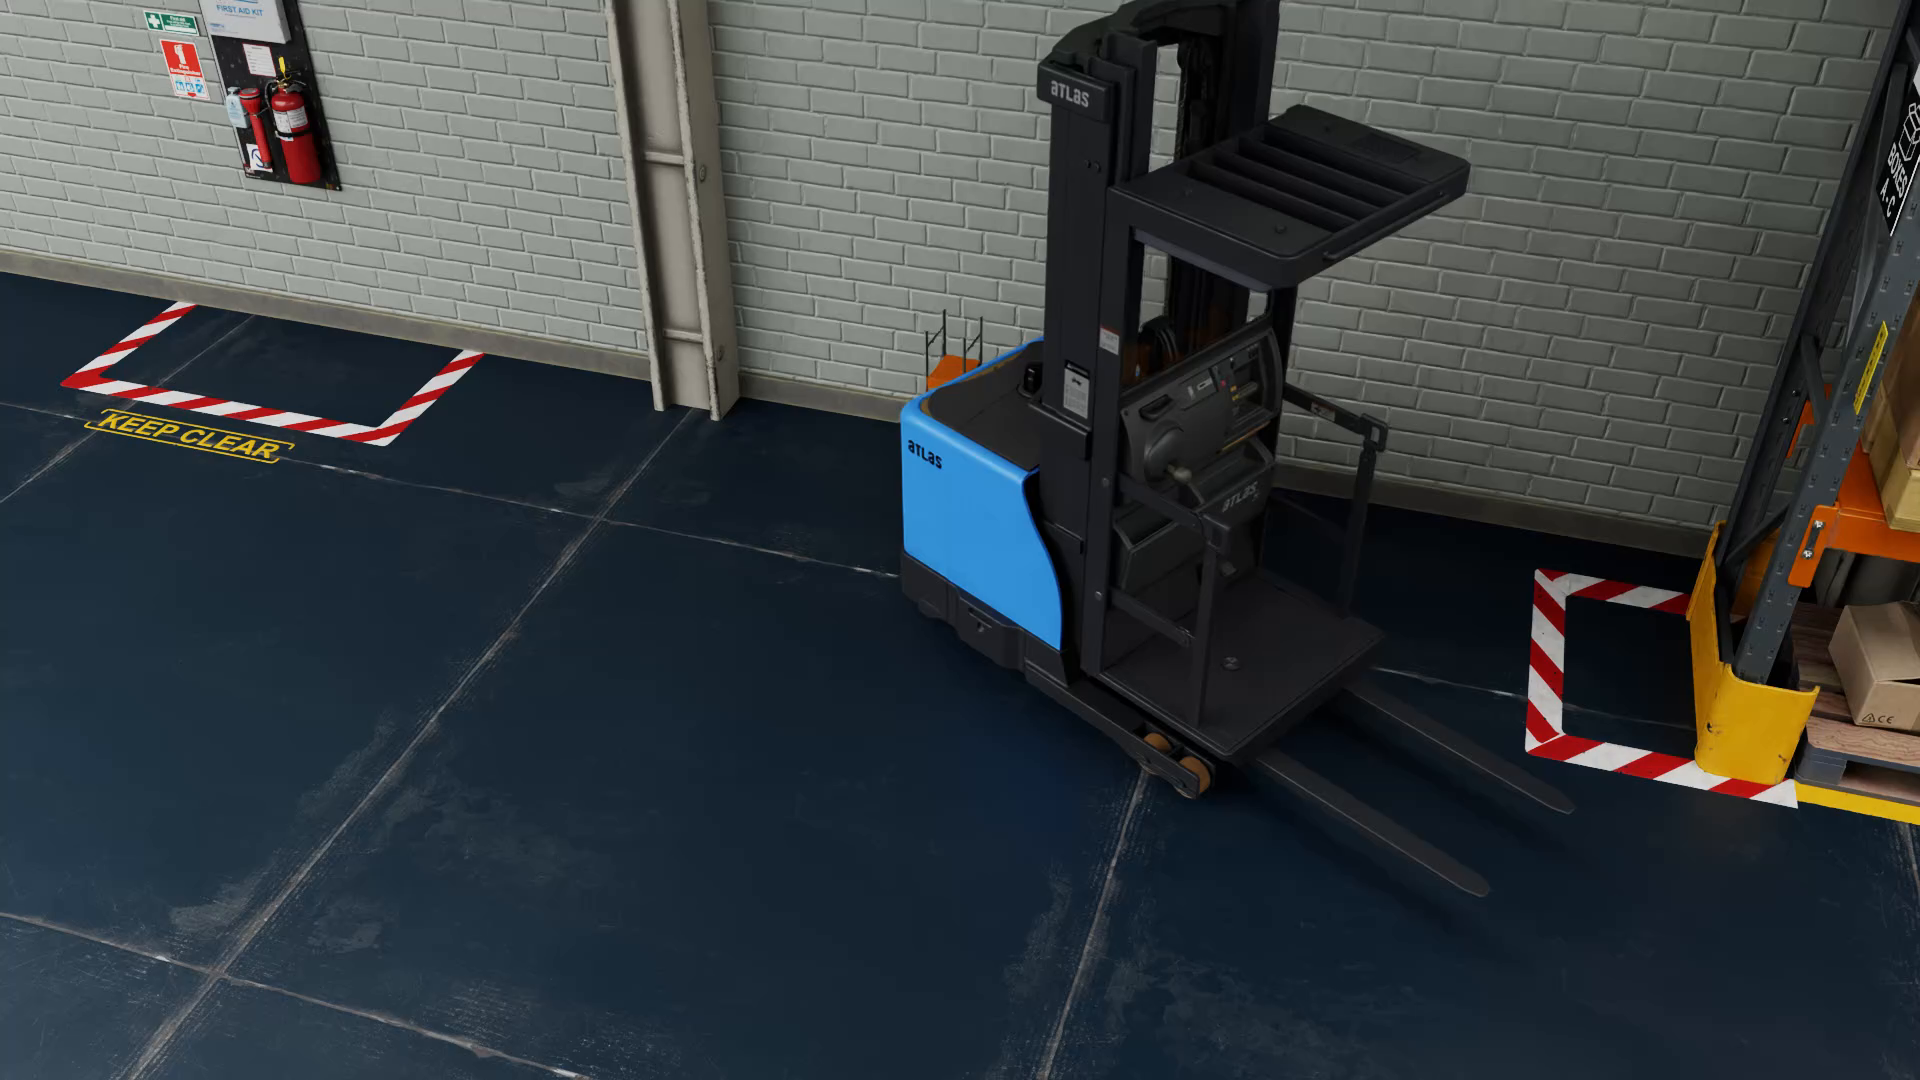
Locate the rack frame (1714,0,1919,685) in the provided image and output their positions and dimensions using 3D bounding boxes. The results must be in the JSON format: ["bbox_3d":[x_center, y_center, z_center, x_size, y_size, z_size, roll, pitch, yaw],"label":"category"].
[{"bbox_3d":[3.338,-0.558,6.478,0.127,3.000,1.000,10,38,14],"label":"rack frame"}]

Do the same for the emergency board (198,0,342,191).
[{"bbox_3d":[-3.810,-2.443,9.038,0.643,1.169,0.194,10,38,14],"label":"emergency board"}]

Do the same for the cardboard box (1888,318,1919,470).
[{"bbox_3d":[3.704,-0.553,5.948,0.500,0.500,0.500,11,38,14],"label":"cardboard box"}]

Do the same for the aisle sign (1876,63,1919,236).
[{"bbox_3d":[3.180,-1.448,5.494,0.004,0.787,0.394,10,38,14],"label":"aisle sign"}]

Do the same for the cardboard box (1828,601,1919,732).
[{"bbox_3d":[3.972,0.521,6.909,0.500,0.311,0.500,6,37,9],"label":"cardboard box"}]

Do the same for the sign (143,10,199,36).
[{"bbox_3d":[-4.305,-2.821,9.075,0.331,0.109,0.001,10,38,14],"label":"sign"}]

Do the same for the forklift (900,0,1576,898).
[{"bbox_3d":[1.107,-0.473,6.420,1.130,2.935,3.031,-30,46,-34],"label":"forklift"}]

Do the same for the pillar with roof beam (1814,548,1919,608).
[{"bbox_3d":[2.981,-0.904,1.887,0.400,9.000,9.100,10,38,14],"label":"pillar with roof beam"}]

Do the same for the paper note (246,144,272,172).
[{"bbox_3d":[-3.958,-2.158,9.395,0.142,0.148,0.016,10,38,14],"label":"paper note"}]

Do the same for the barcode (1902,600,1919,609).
[{"bbox_3d":[4.108,0.294,7.209,0.075,0.075,0.001,10,38,14],"label":"barcode"}]

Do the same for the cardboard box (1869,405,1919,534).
[{"bbox_3d":[3.709,-0.240,6.155,0.500,0.250,0.500,9,37,13],"label":"cardboard box"}]

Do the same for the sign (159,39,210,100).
[{"bbox_3d":[-4.307,-2.613,9.240,0.234,0.329,0.001,10,38,14],"label":"sign"}]

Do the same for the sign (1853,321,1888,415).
[{"bbox_3d":[3.177,-0.600,5.804,0.005,0.325,0.100,10,38,14],"label":"sign"}]

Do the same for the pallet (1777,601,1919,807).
[{"bbox_3d":[4.176,0.742,7.064,1.213,0.211,1.003,10,38,14],"label":"pallet"}]

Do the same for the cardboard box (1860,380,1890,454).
[{"bbox_3d":[3.842,-0.533,6.553,0.500,0.250,0.500,11,38,15],"label":"cardboard box"}]

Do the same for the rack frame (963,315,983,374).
[{"bbox_3d":[0.059,-0.480,7.889,0.006,1.200,0.240,13,38,17],"label":"rack frame"}]

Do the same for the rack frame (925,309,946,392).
[{"bbox_3d":[-0.112,-0.519,7.942,0.006,1.200,0.240,13,38,17],"label":"rack frame"}]

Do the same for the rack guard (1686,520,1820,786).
[{"bbox_3d":[3.411,0.462,7.200,0.348,0.500,1.175,10,38,14],"label":"rack guard"}]

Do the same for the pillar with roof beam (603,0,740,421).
[{"bbox_3d":[-2.746,-1.965,3.328,0.400,9.000,9.100,10,38,14],"label":"pillar with roof beam"}]

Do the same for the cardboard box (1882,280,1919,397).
[{"bbox_3d":[3.852,-0.845,6.344,0.500,0.500,0.500,10,38,13],"label":"cardboard box"}]

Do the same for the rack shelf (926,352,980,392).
[{"bbox_3d":[-0.026,-0.754,7.729,0.180,0.103,0.258,13,38,17],"label":"rack shelf"}]

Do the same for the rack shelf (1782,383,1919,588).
[{"bbox_3d":[5.247,0.085,6.211,4.000,0.370,1.077,10,38,14],"label":"rack shelf"}]

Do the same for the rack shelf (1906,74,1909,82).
[{"bbox_3d":[5.247,-1.123,5.321,4.000,0.370,1.077,10,38,14],"label":"rack shelf"}]

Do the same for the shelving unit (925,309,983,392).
[{"bbox_3d":[-0.026,-0.499,7.916,0.189,1.200,0.258,13,38,17],"label":"shelving unit"}]
